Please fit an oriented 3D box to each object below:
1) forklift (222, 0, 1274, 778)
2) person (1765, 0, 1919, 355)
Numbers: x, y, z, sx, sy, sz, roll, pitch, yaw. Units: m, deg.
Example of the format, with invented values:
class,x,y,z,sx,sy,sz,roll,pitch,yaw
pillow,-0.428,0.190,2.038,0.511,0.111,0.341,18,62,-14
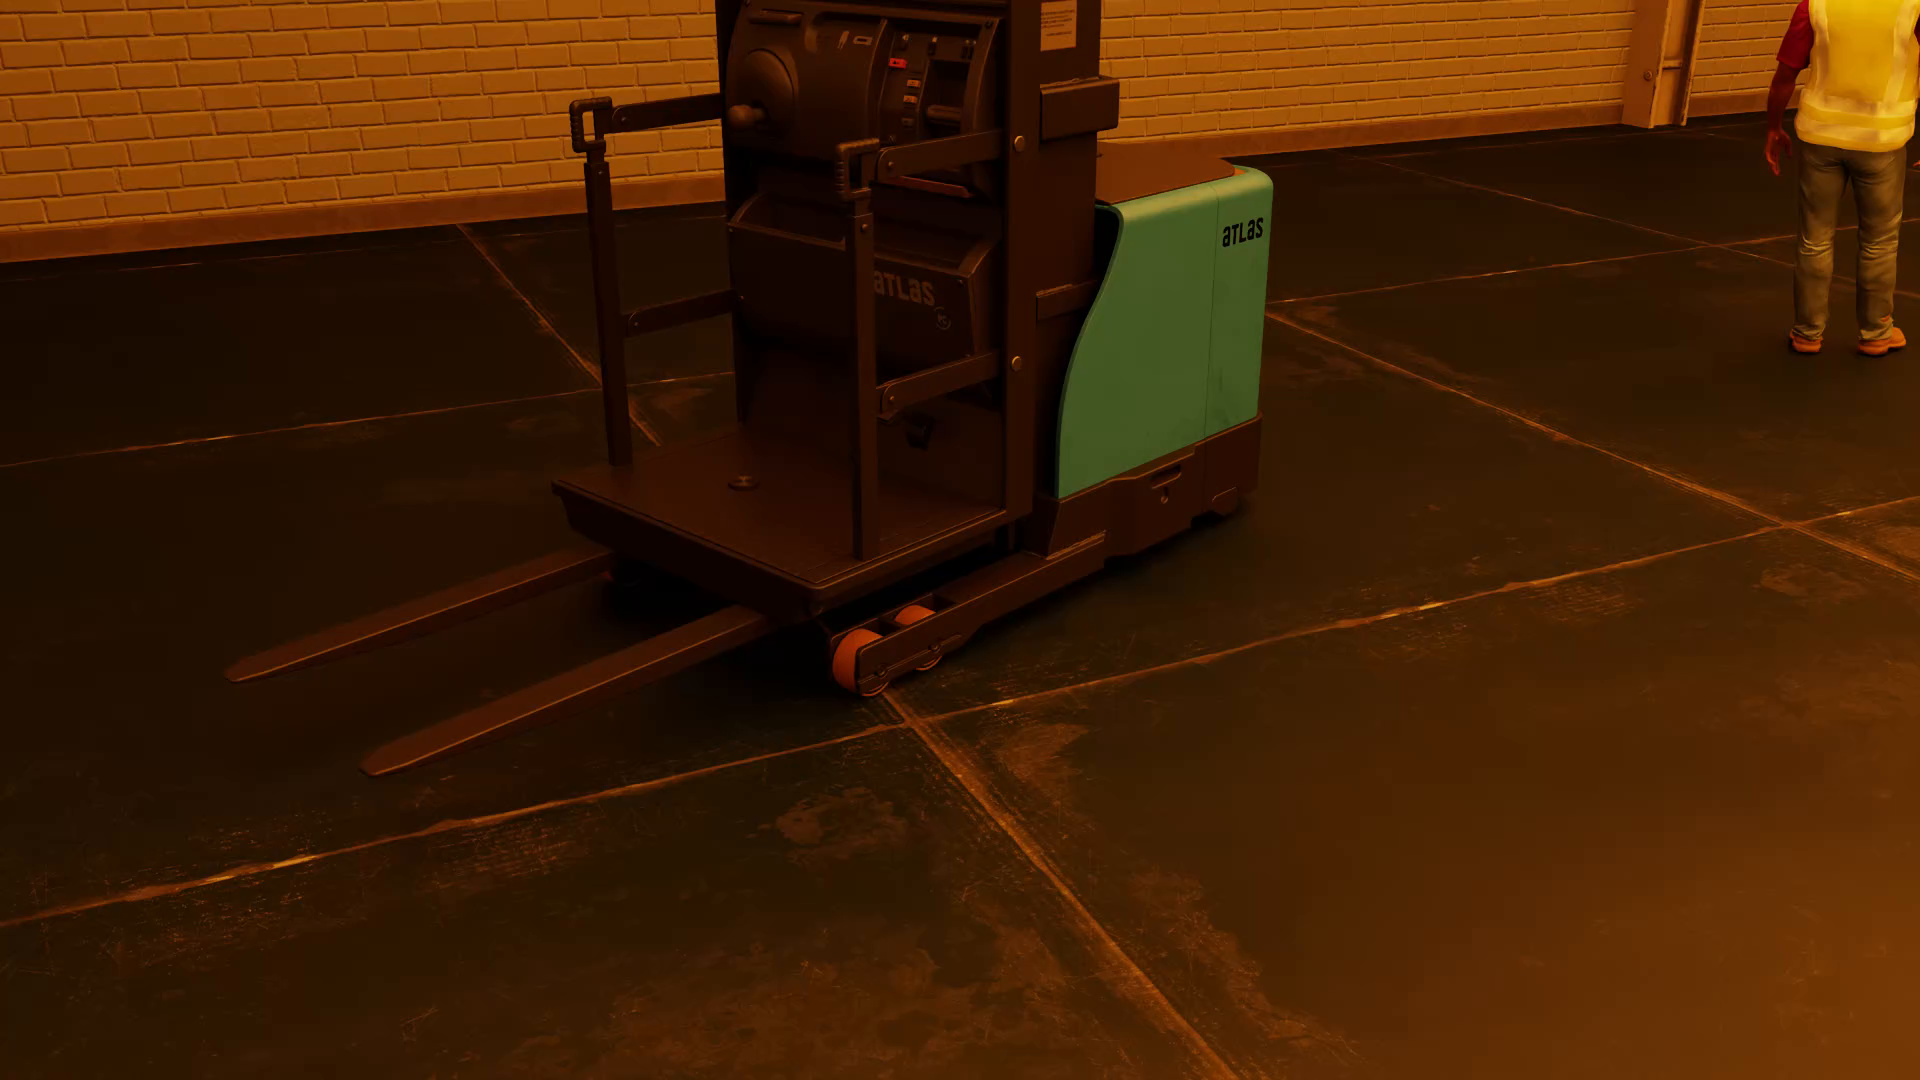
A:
class,x,y,z,sx,sy,sz,roll,pitch,yaw
forklift,-0.413,-1.182,4.131,1.130,2.935,3.031,19,29,39
person,3.627,-1.639,6.730,0.666,1.766,0.576,15,27,32
